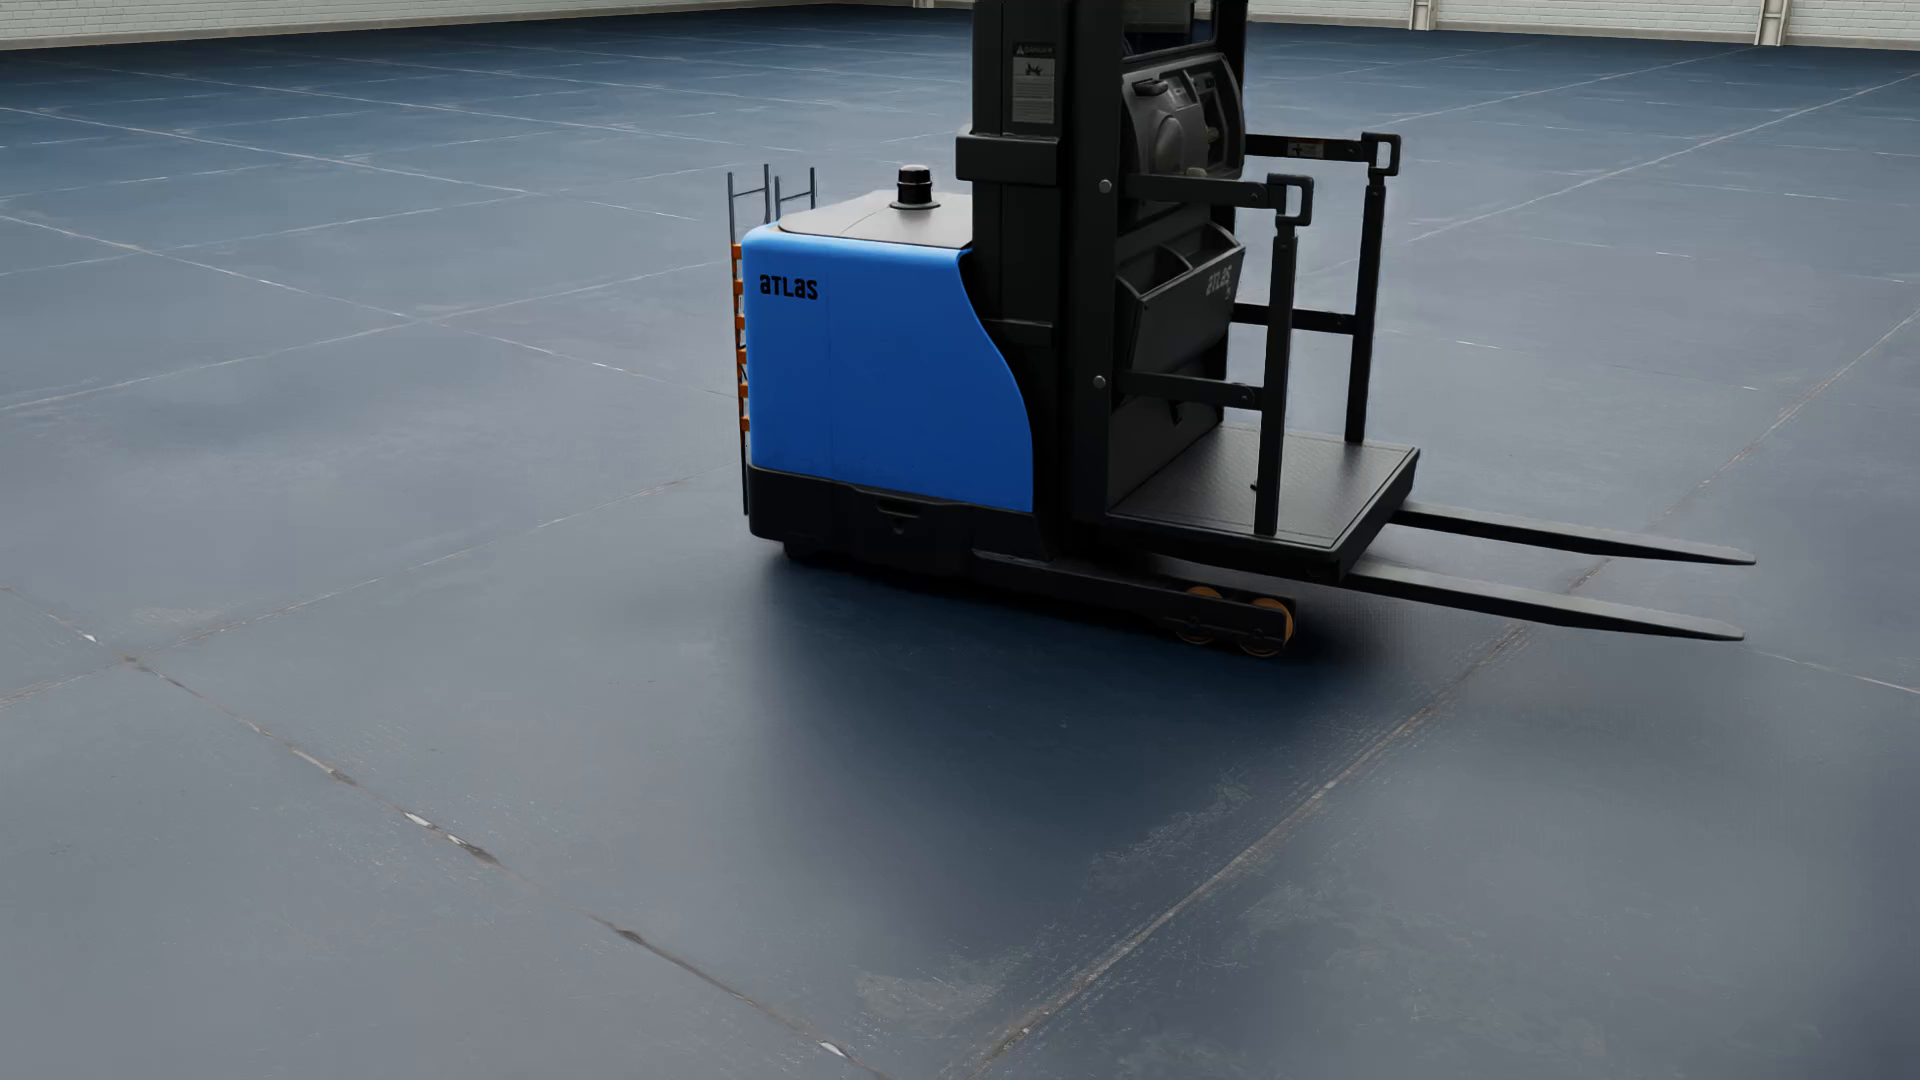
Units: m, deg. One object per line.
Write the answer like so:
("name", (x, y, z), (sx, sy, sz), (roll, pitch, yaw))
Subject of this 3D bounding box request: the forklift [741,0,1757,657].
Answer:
("forklift", (0.848, -1.249, 4.827), (3.031, 2.935, 1.130), (10, 23, 25))

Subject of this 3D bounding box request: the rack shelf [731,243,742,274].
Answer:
("rack shelf", (-0.629, -0.967, 5.637), (0.180, 0.103, 0.258), (10, 23, 25))

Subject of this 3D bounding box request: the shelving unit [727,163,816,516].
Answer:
("shelving unit", (-0.629, -0.671, 5.748), (0.189, 1.200, 0.258), (10, 23, 25))

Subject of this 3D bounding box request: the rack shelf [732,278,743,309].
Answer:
("rack shelf", (-0.629, -0.854, 5.679), (0.180, 0.103, 0.258), (10, 23, 25))

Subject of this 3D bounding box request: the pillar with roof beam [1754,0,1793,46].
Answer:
("pillar with roof beam", (10.405, -11.064, 22.254), (0.400, 9.000, 9.100), (16, 26, 36))

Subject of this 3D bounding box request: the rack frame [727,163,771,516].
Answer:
("rack frame", (-0.710, -0.686, 5.787), (0.006, 1.200, 0.240), (10, 23, 25))

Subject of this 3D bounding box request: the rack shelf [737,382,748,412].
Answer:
("rack shelf", (-0.629, -0.518, 5.806), (0.180, 0.103, 0.258), (10, 23, 25))

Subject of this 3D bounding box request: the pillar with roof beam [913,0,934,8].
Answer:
("pillar with roof beam", (-3.540, -15.080, 32.904), (0.400, 9.000, 9.100), (16, 26, 36))

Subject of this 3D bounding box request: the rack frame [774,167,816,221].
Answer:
("rack frame", (-0.547, -0.657, 5.710), (0.006, 1.200, 0.240), (10, 23, 25))

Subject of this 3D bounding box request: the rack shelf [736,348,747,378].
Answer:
("rack shelf", (-0.629, -0.630, 5.764), (0.180, 0.103, 0.258), (10, 23, 25))

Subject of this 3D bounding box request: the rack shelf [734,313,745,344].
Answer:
("rack shelf", (-0.629, -0.742, 5.722), (0.180, 0.103, 0.258), (10, 23, 25))

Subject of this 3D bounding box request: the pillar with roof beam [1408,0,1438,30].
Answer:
("pillar with roof beam", (5.757, -12.403, 25.804), (0.400, 9.000, 9.100), (16, 26, 36))

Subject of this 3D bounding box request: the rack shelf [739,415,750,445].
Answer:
("rack shelf", (-0.629, -0.405, 5.849), (0.180, 0.103, 0.258), (10, 23, 25))
